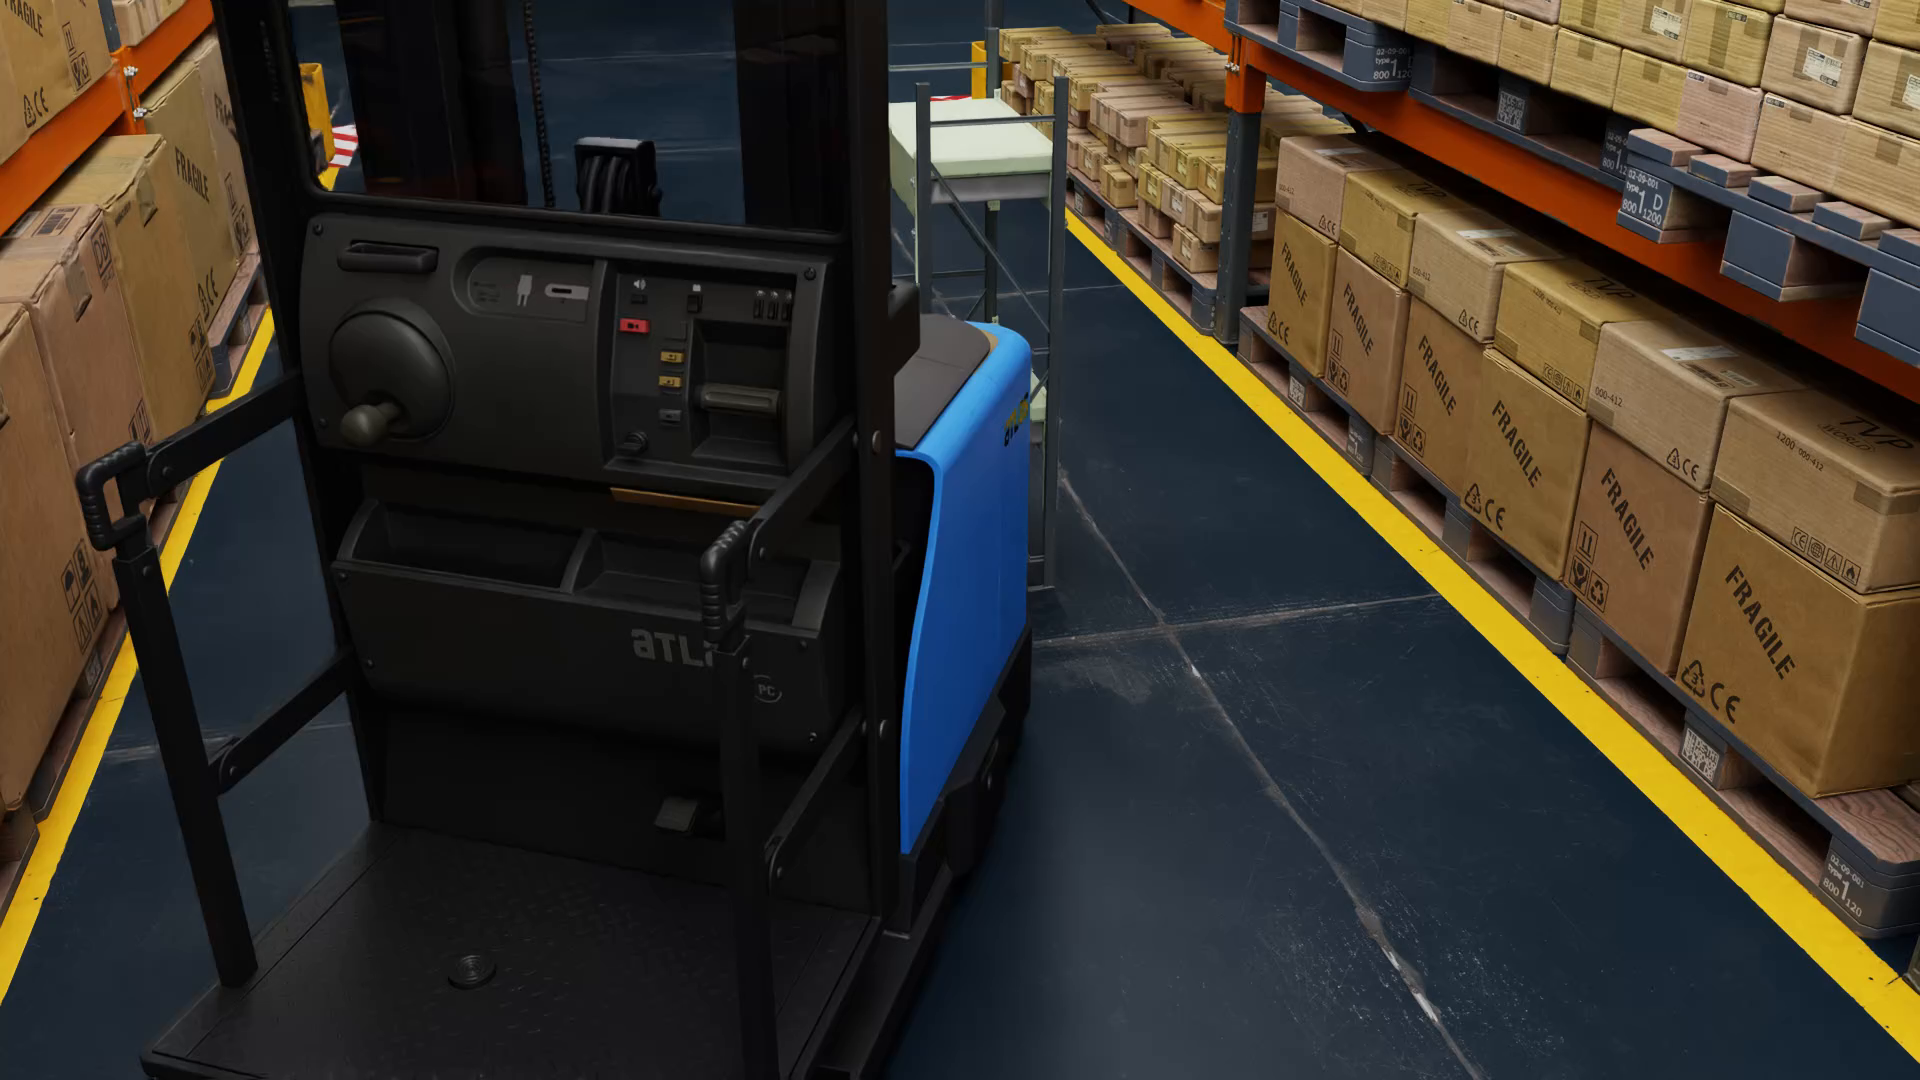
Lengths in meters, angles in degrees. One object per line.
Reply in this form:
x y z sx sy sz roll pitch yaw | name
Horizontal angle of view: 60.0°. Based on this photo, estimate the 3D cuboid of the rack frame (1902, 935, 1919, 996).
2.453 -0.451 2.815 1.000 3.000 0.127 -6 27 -12 | rack frame

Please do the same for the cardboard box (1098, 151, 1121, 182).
0.904 -1.835 8.255 0.380 0.149 0.250 -5 27 -11 | cardboard box

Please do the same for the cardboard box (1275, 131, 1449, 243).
1.460 -1.262 5.898 0.500 0.250 0.500 -7 28 -14 | cardboard box

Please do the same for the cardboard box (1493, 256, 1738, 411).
1.820 -0.577 4.539 0.500 0.250 0.500 -5 27 -10 | cardboard box

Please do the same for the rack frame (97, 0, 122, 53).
-3.304 -1.748 5.384 1.000 3.000 0.127 -6 27 -12 | rack frame

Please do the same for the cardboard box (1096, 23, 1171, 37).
1.016 -2.937 9.778 0.380 0.149 0.250 -6 27 -11 | cardboard box

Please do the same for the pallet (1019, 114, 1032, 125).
0.816 -2.325 9.622 1.003 0.211 1.213 -6 27 -12 | pallet

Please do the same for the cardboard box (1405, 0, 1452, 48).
1.492 -1.490 4.687 0.380 0.149 0.250 -6 27 -13 | cardboard box

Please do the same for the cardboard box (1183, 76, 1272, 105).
1.348 -2.249 8.414 0.380 0.149 0.250 -6 27 -11 | cardboard box

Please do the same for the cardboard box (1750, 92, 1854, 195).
1.840 -0.806 3.330 0.380 0.149 0.250 -6 27 -12 | cardboard box

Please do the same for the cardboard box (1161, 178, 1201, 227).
1.098 -1.478 7.218 0.380 0.149 0.250 -7 28 -14 | cardboard box

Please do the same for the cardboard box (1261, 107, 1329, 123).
1.485 -1.905 7.733 0.380 0.149 0.250 -7 28 -13 | cardboard box

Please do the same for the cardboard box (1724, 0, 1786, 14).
1.782 -1.186 3.424 0.380 0.149 0.250 -5 27 -10 | cardboard box

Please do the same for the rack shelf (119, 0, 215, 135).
-3.755 -2.305 7.286 1.077 0.370 4.000 -6 27 -12 | rack shelf

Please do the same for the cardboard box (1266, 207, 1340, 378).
1.459 -0.928 6.067 0.500 0.500 0.500 -5 27 -10 | cardboard box

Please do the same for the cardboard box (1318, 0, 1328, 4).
1.313 -1.832 5.363 0.380 0.149 0.250 -6 27 -11 | cardboard box

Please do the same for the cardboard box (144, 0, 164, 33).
-3.106 -1.915 5.994 0.380 0.149 0.250 -7 28 -13 | cardboard box

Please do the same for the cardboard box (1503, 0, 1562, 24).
1.605 -1.396 4.170 0.380 0.149 0.250 -5 27 -10 | cardboard box

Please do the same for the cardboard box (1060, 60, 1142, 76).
0.738 -2.424 8.760 0.380 0.149 0.250 -5 27 -10 | cardboard box

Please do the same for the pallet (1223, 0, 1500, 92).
1.582 -1.771 5.644 1.003 0.211 1.213 -6 27 -12 | pallet

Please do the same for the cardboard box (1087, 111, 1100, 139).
0.872 -2.185 8.618 0.380 0.149 0.250 -5 27 -9 | cardboard box

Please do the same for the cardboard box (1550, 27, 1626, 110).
1.666 -1.146 4.005 0.380 0.149 0.250 -7 28 -14 | cardboard box

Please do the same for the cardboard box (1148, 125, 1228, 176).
1.058 -1.734 7.394 0.380 0.149 0.250 -6 27 -12 | cardboard box

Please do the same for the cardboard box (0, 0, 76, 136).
-2.828 -1.397 4.578 0.500 0.500 0.500 -5 27 -10 | cardboard box

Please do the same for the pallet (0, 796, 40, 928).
-2.507 0.899 3.235 1.003 0.211 1.213 -6 27 -12 | pallet

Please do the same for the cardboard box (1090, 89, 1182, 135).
0.852 -2.083 8.085 0.380 0.149 0.250 -7 28 -13 | cardboard box

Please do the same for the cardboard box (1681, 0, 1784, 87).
1.774 -1.062 3.508 0.380 0.149 0.250 -5 27 -10 | cardboard box

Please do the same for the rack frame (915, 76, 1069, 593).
0.084 -0.506 4.588 0.400 1.500 0.023 -6 27 -12 | rack frame

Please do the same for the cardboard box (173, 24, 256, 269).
-3.577 -1.680 7.141 0.875 0.875 0.875 -6 27 -12 | cardboard box

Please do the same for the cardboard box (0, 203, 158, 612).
-2.938 -0.316 4.439 1.225 0.875 0.875 -7 28 -13 | cardboard box

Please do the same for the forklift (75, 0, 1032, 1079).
-0.719 -0.270 2.532 1.130 2.935 3.031 7 28 14 | forklift

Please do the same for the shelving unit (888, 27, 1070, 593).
0.002 -0.667 4.906 0.431 1.500 0.755 -6 27 -12 | shelving unit

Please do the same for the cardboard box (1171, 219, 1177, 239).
1.154 -1.382 7.357 0.380 0.149 0.250 -5 27 -10 | cardboard box

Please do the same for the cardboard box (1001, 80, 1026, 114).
0.456 -2.616 9.801 0.380 0.149 0.250 -5 27 -11 | cardboard box

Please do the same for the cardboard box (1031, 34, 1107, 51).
0.616 -2.770 9.447 0.380 0.149 0.250 -5 27 -11 | cardboard box

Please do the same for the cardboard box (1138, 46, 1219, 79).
1.196 -2.600 9.110 0.380 0.149 0.250 -7 28 -14 | cardboard box

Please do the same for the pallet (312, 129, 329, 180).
-3.949 -1.916 8.812 1.003 0.211 1.213 -6 27 -12 | pallet

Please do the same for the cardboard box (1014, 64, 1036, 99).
0.525 -2.629 9.497 0.380 0.149 0.250 -6 27 -12 | cardboard box

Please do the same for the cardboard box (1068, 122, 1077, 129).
0.759 -2.175 8.928 0.380 0.149 0.250 -6 27 -11 | cardboard box

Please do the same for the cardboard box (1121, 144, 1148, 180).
0.983 -1.824 7.903 0.380 0.149 0.250 -5 27 -10 | cardboard box

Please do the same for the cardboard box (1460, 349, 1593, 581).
1.801 -0.244 4.713 0.500 0.500 0.500 -7 28 -14 | cardboard box

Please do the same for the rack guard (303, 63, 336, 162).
-4.211 -2.399 9.448 1.175 0.500 0.348 -6 27 -12 | rack guard

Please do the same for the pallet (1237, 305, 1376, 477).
1.728 -0.621 6.246 1.003 0.211 1.213 -6 27 -12 | pallet
